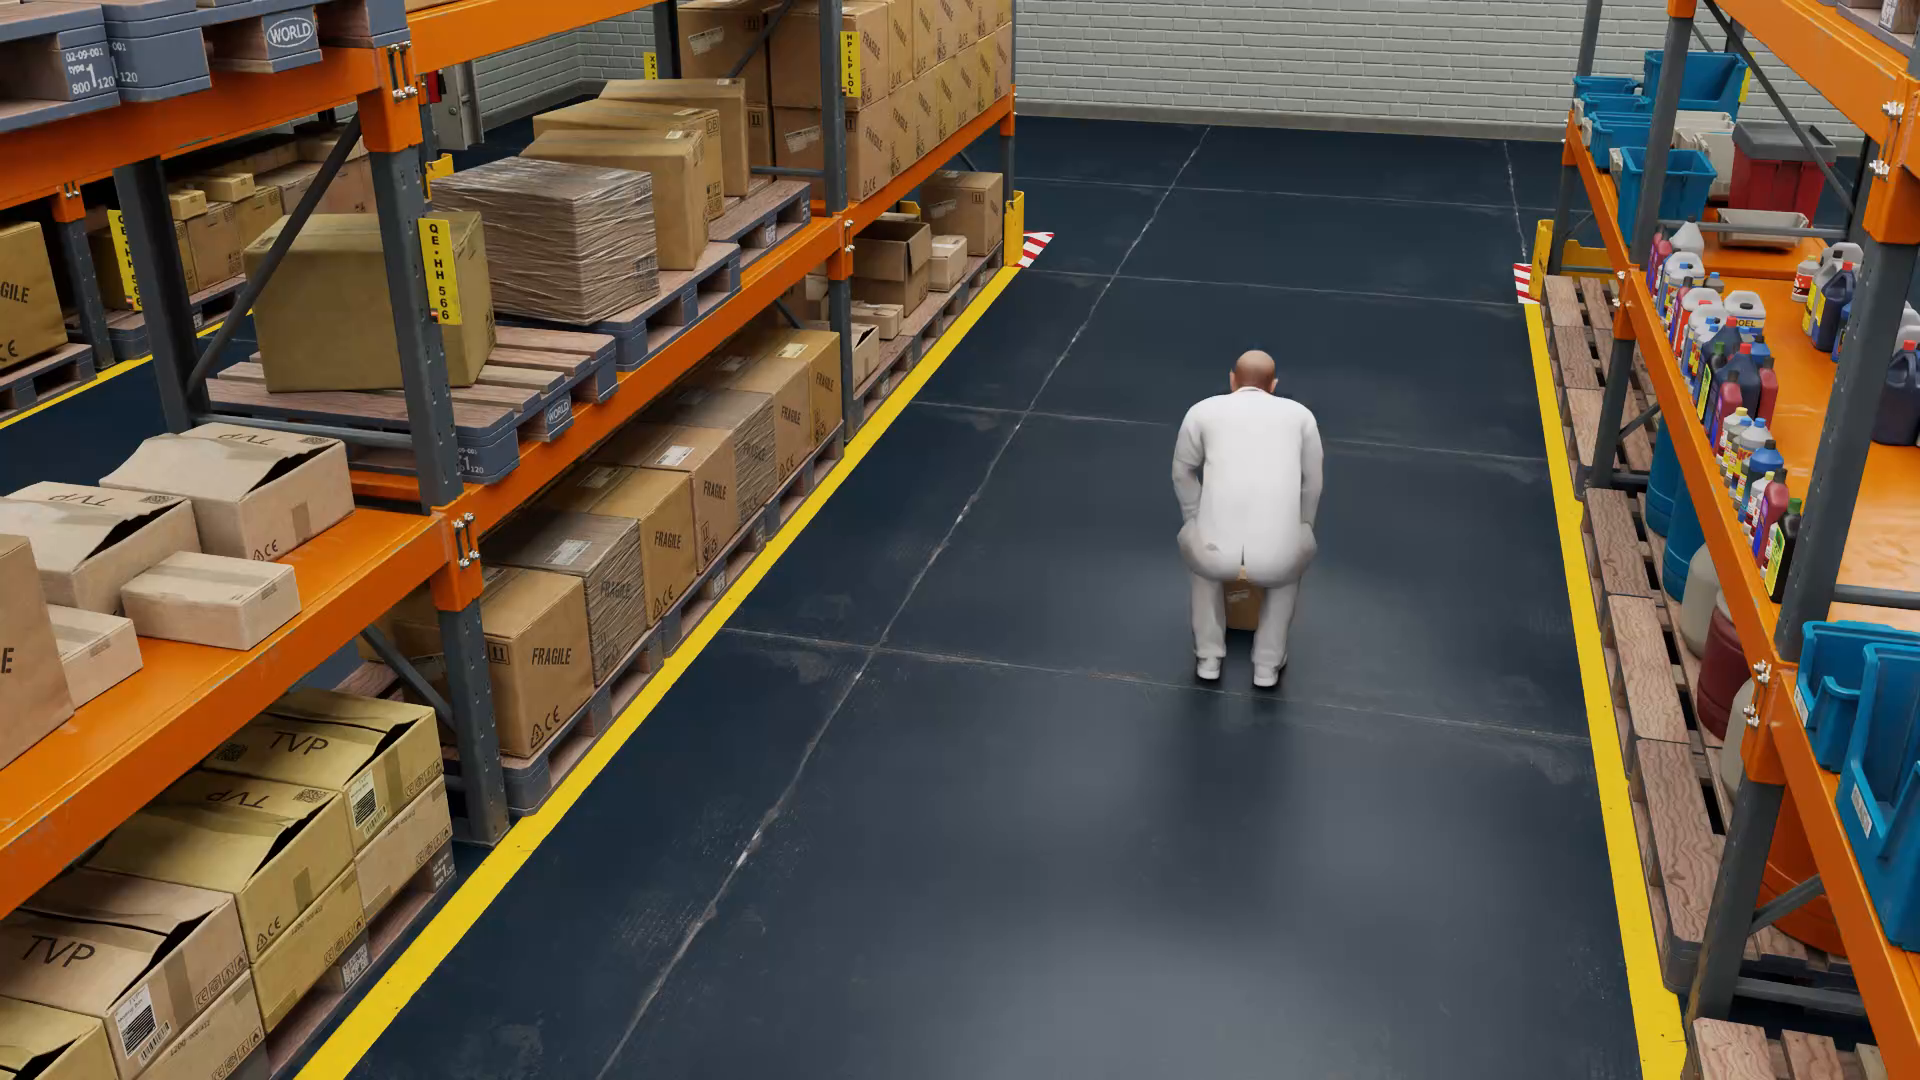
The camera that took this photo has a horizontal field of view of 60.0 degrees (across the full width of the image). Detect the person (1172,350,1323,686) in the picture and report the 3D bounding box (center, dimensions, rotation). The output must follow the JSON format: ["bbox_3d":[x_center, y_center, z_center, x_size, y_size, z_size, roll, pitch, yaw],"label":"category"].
[{"bbox_3d":[1.160,-0.069,6.841,0.631,1.301,0.780,6,26,13],"label":"person"}]
